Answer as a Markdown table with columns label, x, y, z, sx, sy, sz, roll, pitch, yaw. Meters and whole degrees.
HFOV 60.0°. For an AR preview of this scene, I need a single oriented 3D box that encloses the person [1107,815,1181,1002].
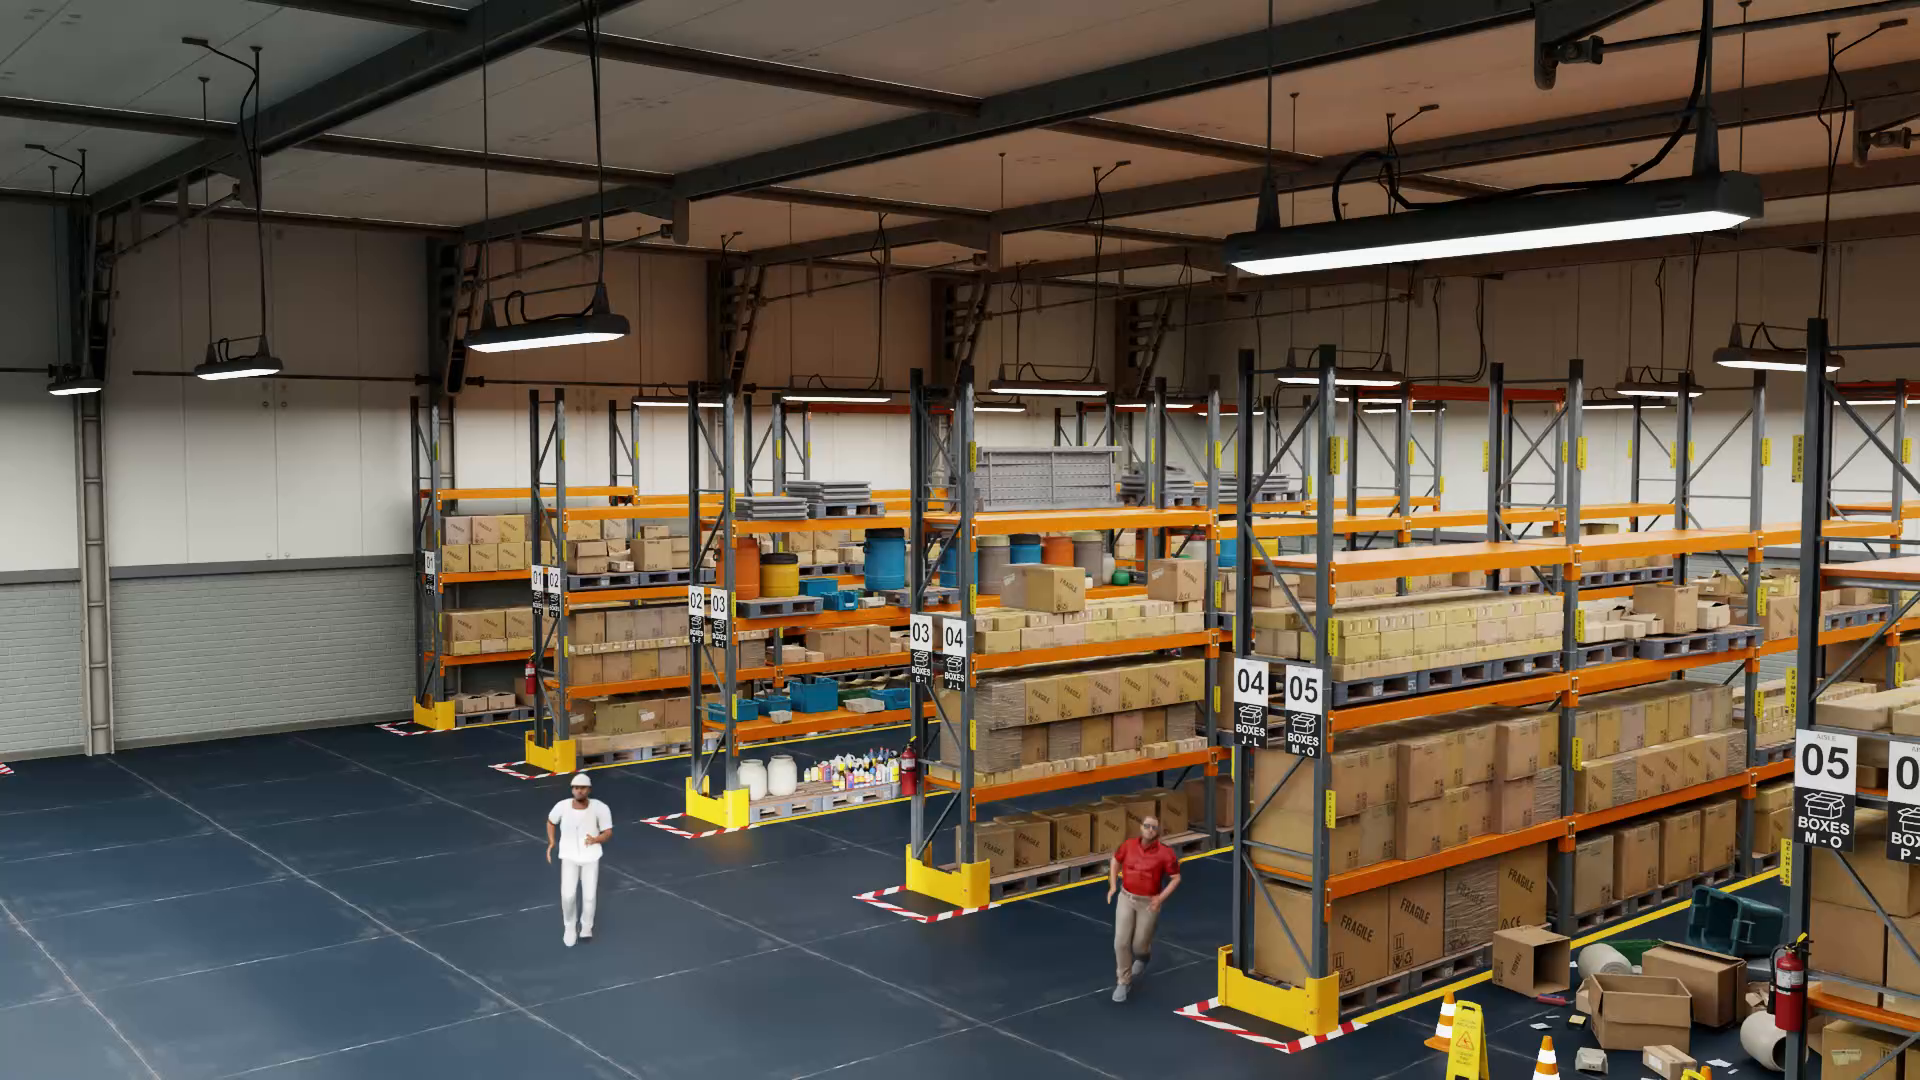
| label | x | y | z | sx | sy | sz | roll | pitch | yaw |
| --- | --- | --- | --- | --- | --- | --- | --- | --- | --- |
| person | 1.728 | 3.415 | 15.592 | 0.708 | 1.698 | 0.714 | 1 | 4 | 21 |

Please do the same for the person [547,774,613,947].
| label | x | y | z | sx | sy | sz | roll | pitch | yaw |
| --- | --- | --- | --- | --- | --- | --- | --- | --- | --- |
| person | -3.899 | 3.278 | 17.041 | 0.676 | 1.765 | 0.697 | -1 | 3 | -10 |
